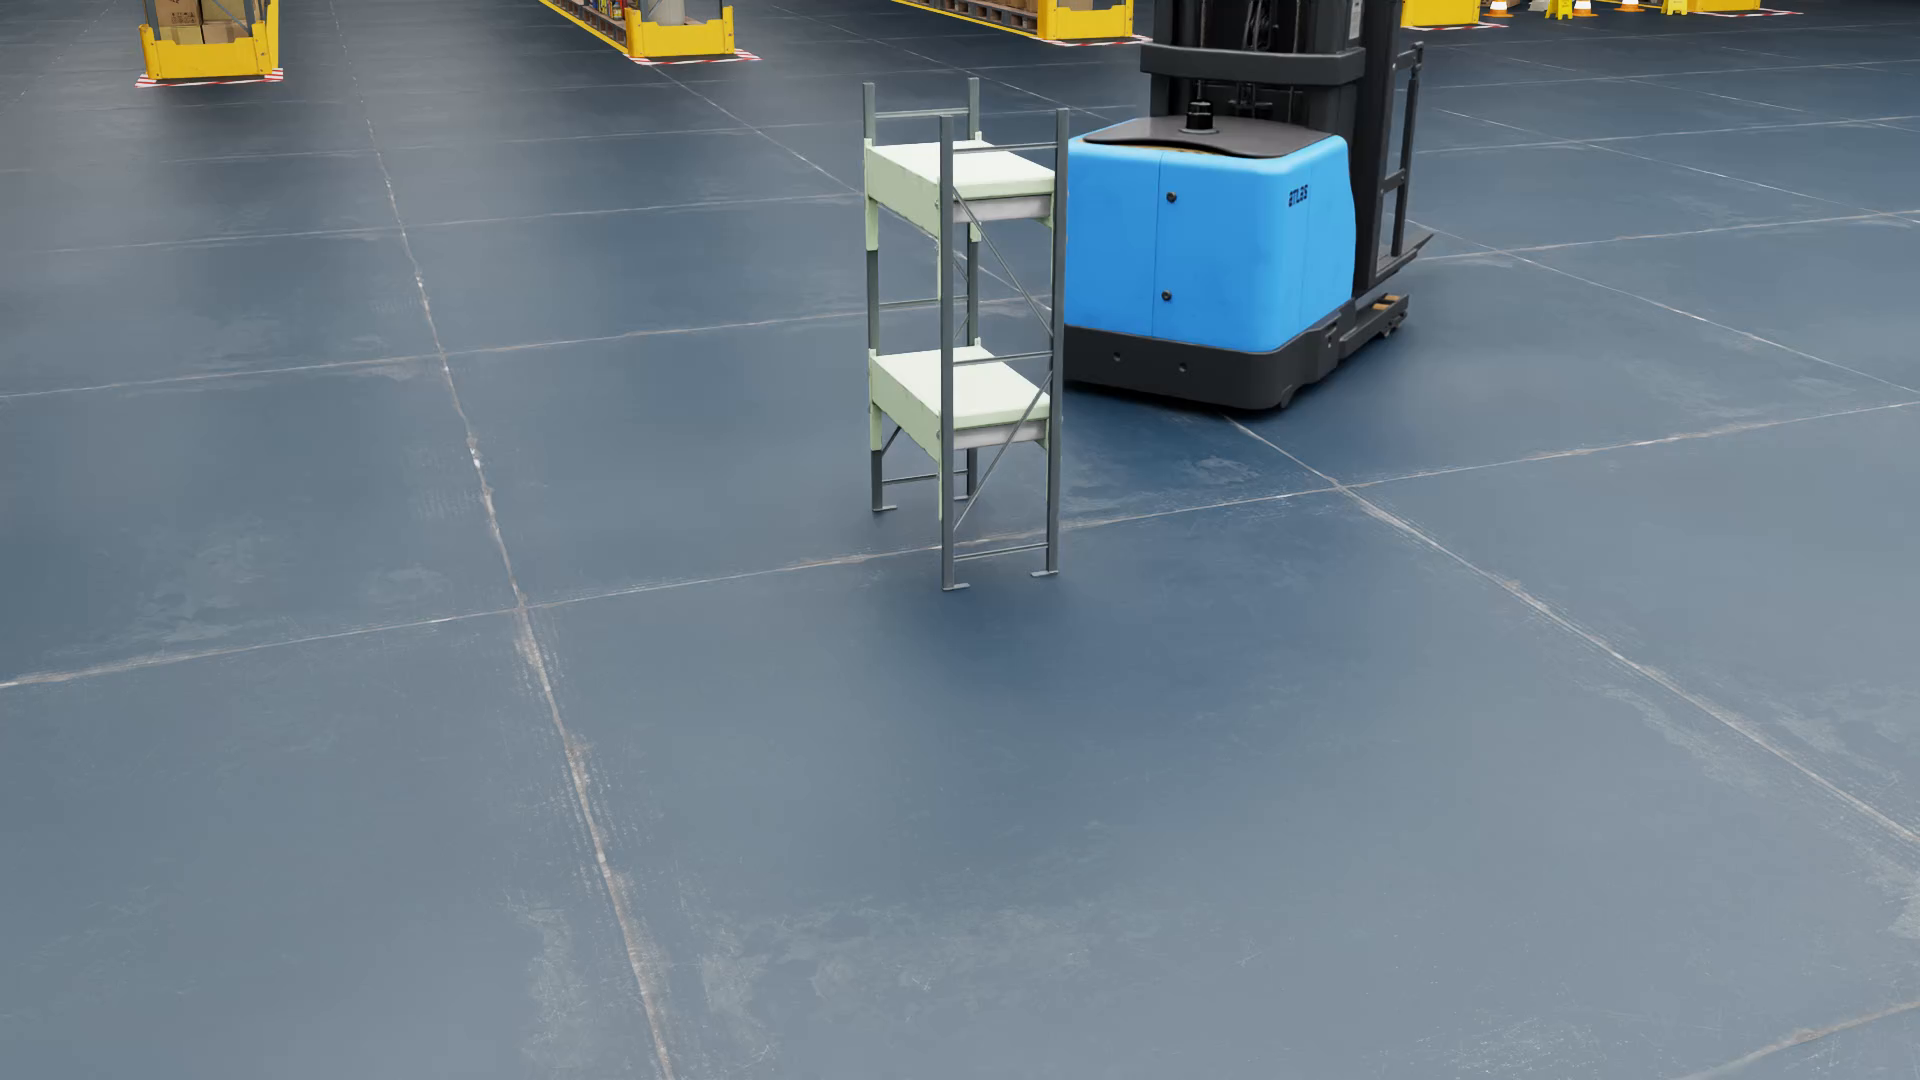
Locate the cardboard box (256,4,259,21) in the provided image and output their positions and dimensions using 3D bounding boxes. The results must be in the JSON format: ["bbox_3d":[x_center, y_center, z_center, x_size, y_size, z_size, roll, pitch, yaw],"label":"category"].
[{"bbox_3d":[-8.397,-6.056,19.256,0.500,0.250,0.500,-8,24,-19],"label":"cardboard box"}]

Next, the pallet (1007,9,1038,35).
[{"bbox_3d":[1.278,-6.578,21.085,1.003,0.211,1.213,-8,24,-19],"label":"pallet"}]

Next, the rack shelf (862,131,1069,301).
[{"bbox_3d":[0.002,-1.048,5.301,0.431,0.370,0.720,-8,24,-19],"label":"rack shelf"}]

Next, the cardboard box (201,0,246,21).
[{"bbox_3d":[-7.870,-5.856,17.817,0.500,0.500,0.500,-8,24,-19],"label":"cardboard box"}]

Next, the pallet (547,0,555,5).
[{"bbox_3d":[-5.664,-8.191,24.912,1.003,0.211,1.213,-8,24,-19],"label":"pallet"}]

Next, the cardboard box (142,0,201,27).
[{"bbox_3d":[-8.178,-5.604,17.217,0.500,0.500,0.500,-8,24,-19],"label":"cardboard box"}]

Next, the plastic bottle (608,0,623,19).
[{"bbox_3d":[-4.197,-6.506,20.264,0.152,0.276,0.135,-8,24,-19],"label":"plastic bottle"}]

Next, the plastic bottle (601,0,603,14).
[{"bbox_3d":[-4.446,-6.698,20.815,0.097,0.201,0.097,0,23,0],"label":"plastic bottle"}]

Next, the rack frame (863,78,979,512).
[{"bbox_3d":[-0.127,-0.822,5.768,0.400,1.500,0.023,-8,24,-19],"label":"rack frame"}]

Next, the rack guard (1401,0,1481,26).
[{"bbox_3d":[6.243,-7.019,21.759,1.175,0.500,0.348,-8,24,-19],"label":"rack guard"}]

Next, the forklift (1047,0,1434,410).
[{"bbox_3d":[1.568,-2.414,7.704,1.130,2.935,3.031,13,26,28],"label":"forklift"}]

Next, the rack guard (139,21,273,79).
[{"bbox_3d":[-7.702,-5.017,17.010,1.175,0.500,0.348,-8,24,-19],"label":"rack guard"}]

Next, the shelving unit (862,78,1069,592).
[{"bbox_3d":[0.002,-0.689,5.453,0.431,1.500,0.755,-8,24,-19],"label":"shelving unit"}]

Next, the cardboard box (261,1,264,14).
[{"bbox_3d":[-9.034,-6.738,20.874,0.500,0.250,0.500,-9,24,-20],"label":"cardboard box"}]

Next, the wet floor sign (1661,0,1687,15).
[{"bbox_3d":[9.896,-7.594,22.938,0.267,0.644,0.232,0,23,-1],"label":"wet floor sign"}]

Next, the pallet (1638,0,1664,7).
[{"bbox_3d":[10.549,-7.938,24.311,1.003,0.211,1.213,-8,24,-19],"label":"pallet"}]

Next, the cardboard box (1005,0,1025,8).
[{"bbox_3d":[0.907,-7.249,21.764,0.500,0.500,0.500,-6,24,-14],"label":"cardboard box"}]

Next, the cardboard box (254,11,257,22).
[{"bbox_3d":[-8.048,-5.692,18.393,0.500,0.250,0.500,-8,24,-19],"label":"cardboard box"}]

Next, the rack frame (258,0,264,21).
[{"bbox_3d":[-9.123,-7.631,19.993,1.000,3.000,0.127,-8,24,-19],"label":"rack frame"}]

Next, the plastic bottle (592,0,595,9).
[{"bbox_3d":[-4.646,-6.967,21.359,0.152,0.276,0.135,-7,24,-17],"label":"plastic bottle"}]

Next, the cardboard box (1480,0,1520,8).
[{"bbox_3d":[7.841,-8.036,24.167,0.637,0.503,0.797,12,26,27],"label":"cardboard box"}]

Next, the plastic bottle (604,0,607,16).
[{"bbox_3d":[-4.308,-6.650,20.511,0.144,0.351,0.185,-7,24,-17],"label":"plastic bottle"}]

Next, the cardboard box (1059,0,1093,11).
[{"bbox_3d":[1.354,-6.806,20.714,0.500,0.500,0.500,-4,23,-9],"label":"cardboard box"}]

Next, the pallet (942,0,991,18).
[{"bbox_3d":[0.416,-7.465,23.189,1.003,0.211,1.213,-8,24,-19],"label":"pallet"}]

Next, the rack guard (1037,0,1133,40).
[{"bbox_3d":[1.532,-6.411,20.317,1.175,0.500,0.348,-8,24,-19],"label":"rack guard"}]

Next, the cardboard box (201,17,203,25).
[{"bbox_3d":[-8.364,-5.438,17.791,0.500,0.250,0.500,-8,24,-19],"label":"cardboard box"}]

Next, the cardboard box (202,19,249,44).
[{"bbox_3d":[-7.691,-5.329,17.532,0.500,0.250,0.500,-8,24,-19],"label":"cardboard box"}]

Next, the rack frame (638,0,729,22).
[{"bbox_3d":[-3.075,-6.856,18.154,1.000,3.000,0.127,-8,24,-19],"label":"rack frame"}]

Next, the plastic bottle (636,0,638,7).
[{"bbox_3d":[-4.126,-7.077,21.523,0.144,0.351,0.185,-8,24,-19],"label":"plastic bottle"}]

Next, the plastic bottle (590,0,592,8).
[{"bbox_3d":[-4.750,-7.010,21.555,0.097,0.201,0.097,0,23,0],"label":"plastic bottle"}]

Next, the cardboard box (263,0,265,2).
[{"bbox_3d":[-9.578,-7.297,22.200,0.500,0.250,0.500,-8,24,-18],"label":"cardboard box"}]

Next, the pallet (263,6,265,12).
[{"bbox_3d":[-10.282,-7.495,23.261,1.003,0.211,1.213,-8,24,-19],"label":"pallet"}]

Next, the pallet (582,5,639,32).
[{"bbox_3d":[-4.290,-6.775,21.551,1.003,0.211,1.213,-8,24,-19],"label":"pallet"}]

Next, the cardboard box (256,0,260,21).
[{"bbox_3d":[-8.755,-6.419,20.117,0.500,0.250,0.500,-8,24,-19],"label":"cardboard box"}]

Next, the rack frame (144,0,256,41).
[{"bbox_3d":[-7.710,-6.178,16.545,1.000,3.000,0.127,-8,24,-19],"label":"rack frame"}]

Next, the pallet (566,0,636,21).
[{"bbox_3d":[-4.802,-7.304,22.808,1.003,0.211,1.213,-8,24,-19],"label":"pallet"}]

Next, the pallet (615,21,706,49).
[{"bbox_3d":[-3.428,-5.888,19.448,1.003,0.211,1.213,-8,24,-19],"label":"pallet"}]

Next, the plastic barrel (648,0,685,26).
[{"bbox_3d":[-3.379,-6.132,19.098,0.421,0.512,0.421,0,23,0],"label":"plastic barrel"}]

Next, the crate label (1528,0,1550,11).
[{"bbox_3d":[8.217,-7.557,23.502,0.298,0.136,0.250,18,29,36],"label":"crate label"}]

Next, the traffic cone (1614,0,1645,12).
[{"bbox_3d":[9.471,-7.705,23.436,0.336,0.463,0.334,-8,24,-19],"label":"traffic cone"}]

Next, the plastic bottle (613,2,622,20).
[{"bbox_3d":[-4.134,-6.376,20.053,0.097,0.201,0.097,0,23,0],"label":"plastic bottle"}]

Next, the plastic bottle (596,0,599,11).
[{"bbox_3d":[-4.524,-6.873,21.038,0.144,0.351,0.185,-9,25,-21],"label":"plastic bottle"}]
